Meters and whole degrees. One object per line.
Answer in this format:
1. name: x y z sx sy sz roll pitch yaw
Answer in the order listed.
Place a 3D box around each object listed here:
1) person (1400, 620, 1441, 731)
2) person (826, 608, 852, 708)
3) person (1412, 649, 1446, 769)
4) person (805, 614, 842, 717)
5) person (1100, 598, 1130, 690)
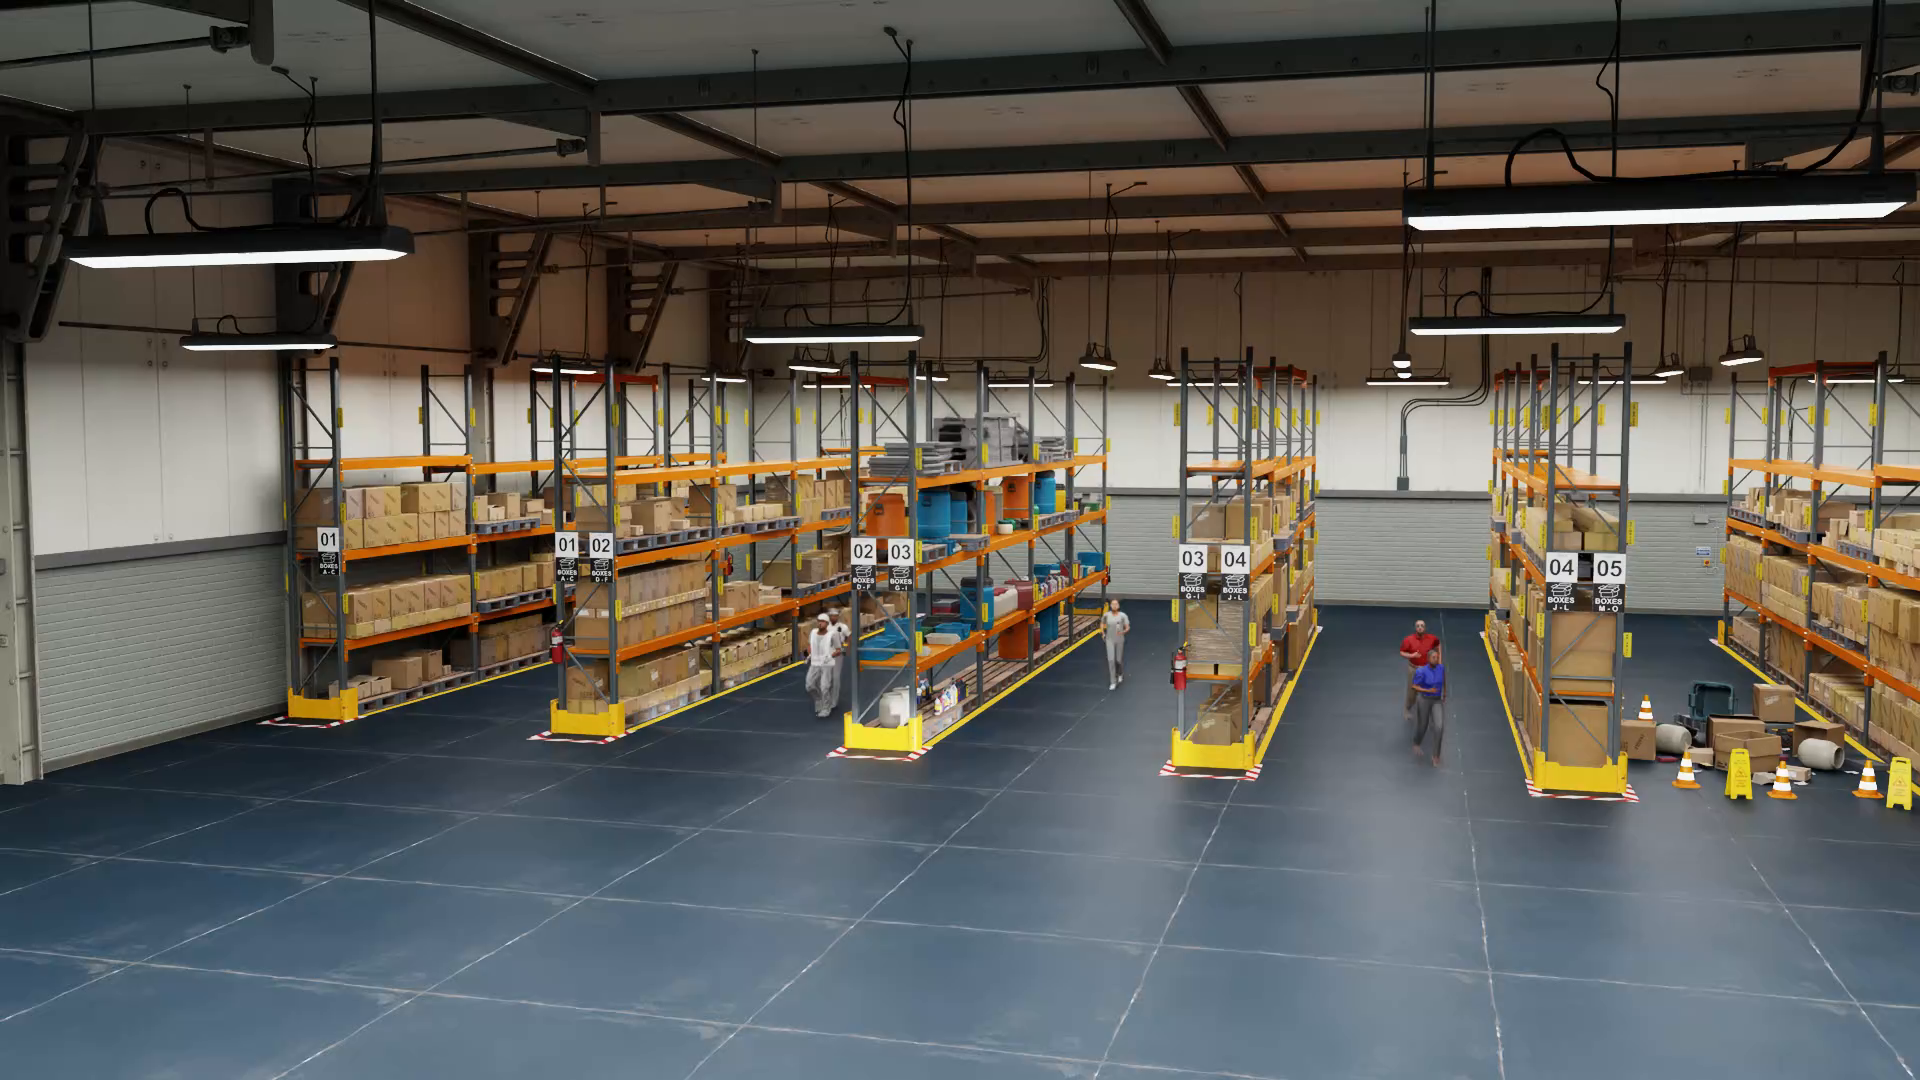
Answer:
1. person: 7.469 2.173 26.981 0.671 1.793 0.926 1 4 10
2. person: -2.184 2.010 28.946 0.575 1.685 0.938 1 4 10
3. person: 6.808 2.414 24.150 0.600 1.692 0.923 -1 4 -8
4. person: -2.317 2.092 27.666 0.657 1.734 0.576 1 4 19
5. person: 2.871 1.905 30.886 0.570 1.672 0.805 1 4 11
